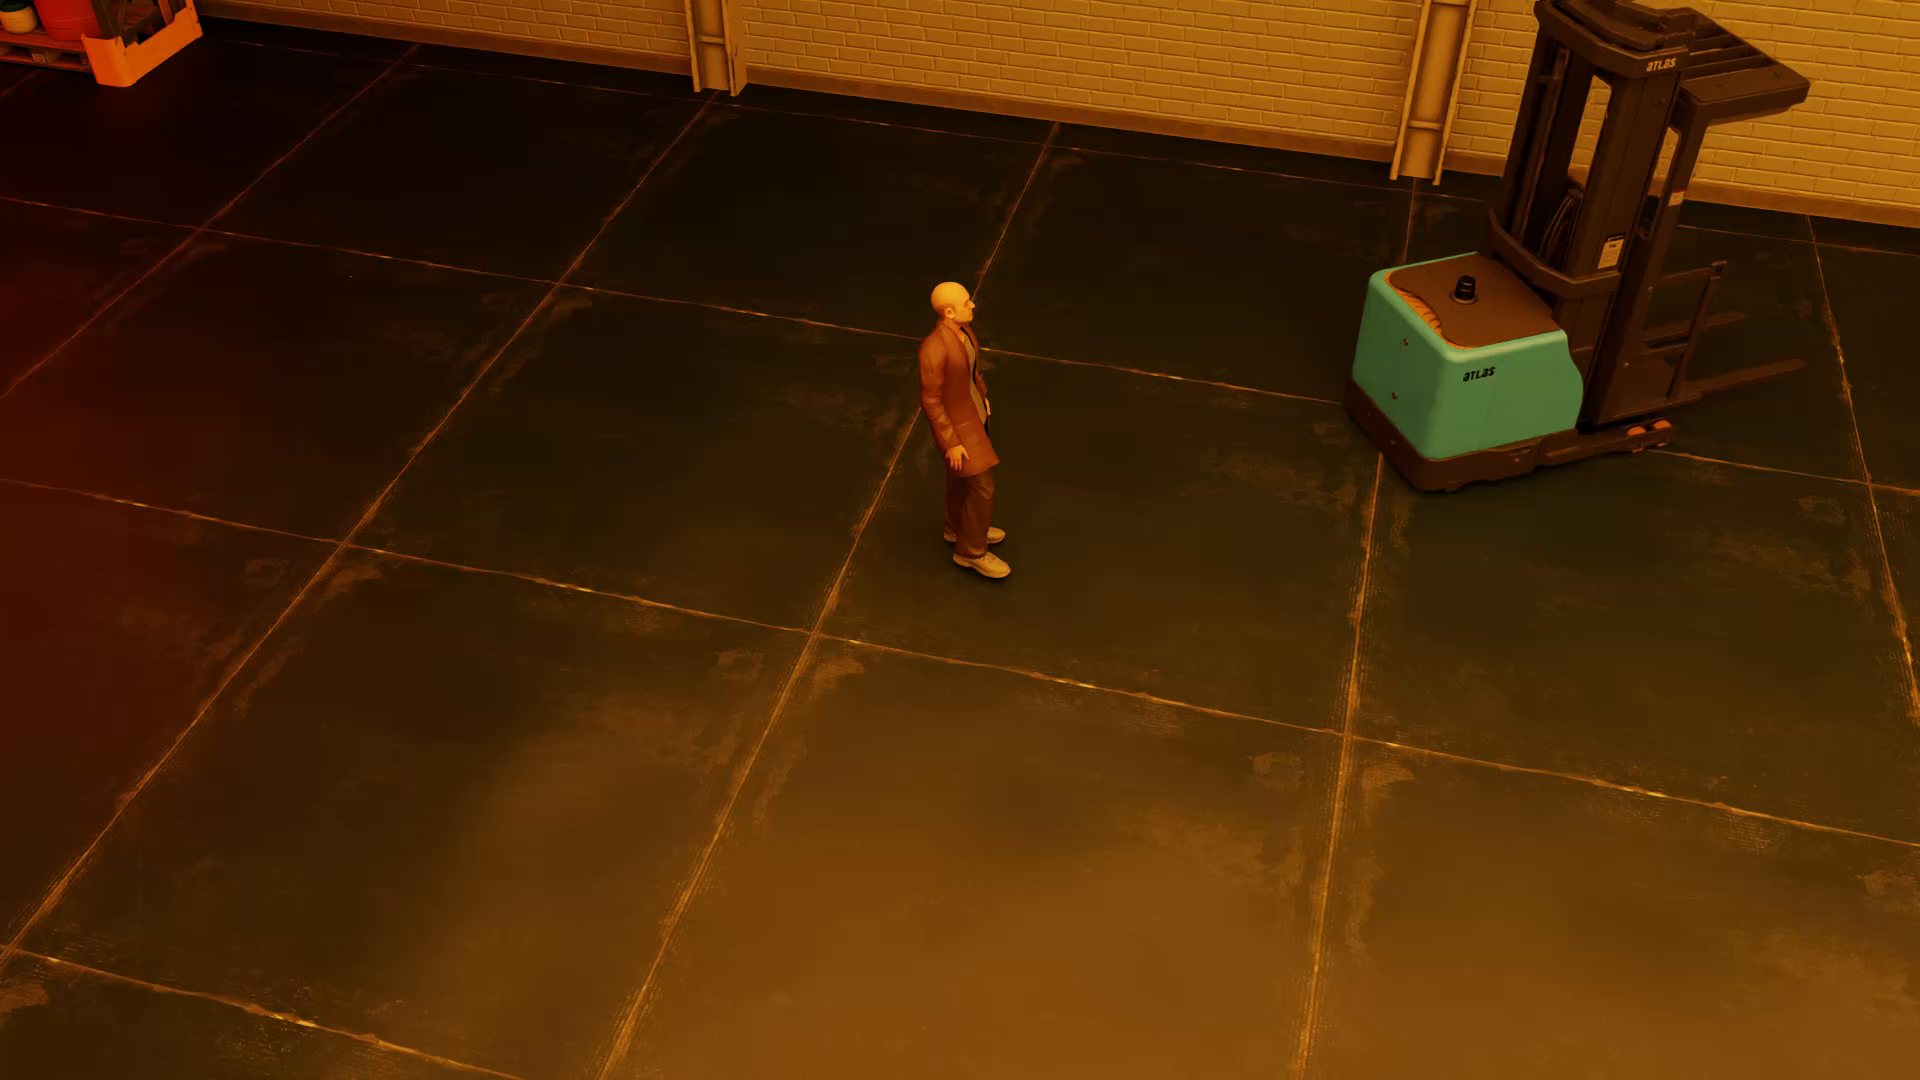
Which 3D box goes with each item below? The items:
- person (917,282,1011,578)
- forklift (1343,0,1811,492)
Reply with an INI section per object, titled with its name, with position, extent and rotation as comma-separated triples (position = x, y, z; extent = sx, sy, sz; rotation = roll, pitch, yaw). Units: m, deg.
[person]
position = 0.087, -0.655, 9.473
extent = 0.583, 1.775, 0.696
rotation = 10, 42, 11
[forklift]
position = 4.109, -1.986, 10.127
extent = 3.031, 2.935, 1.130
rotation = -13, 43, -14
